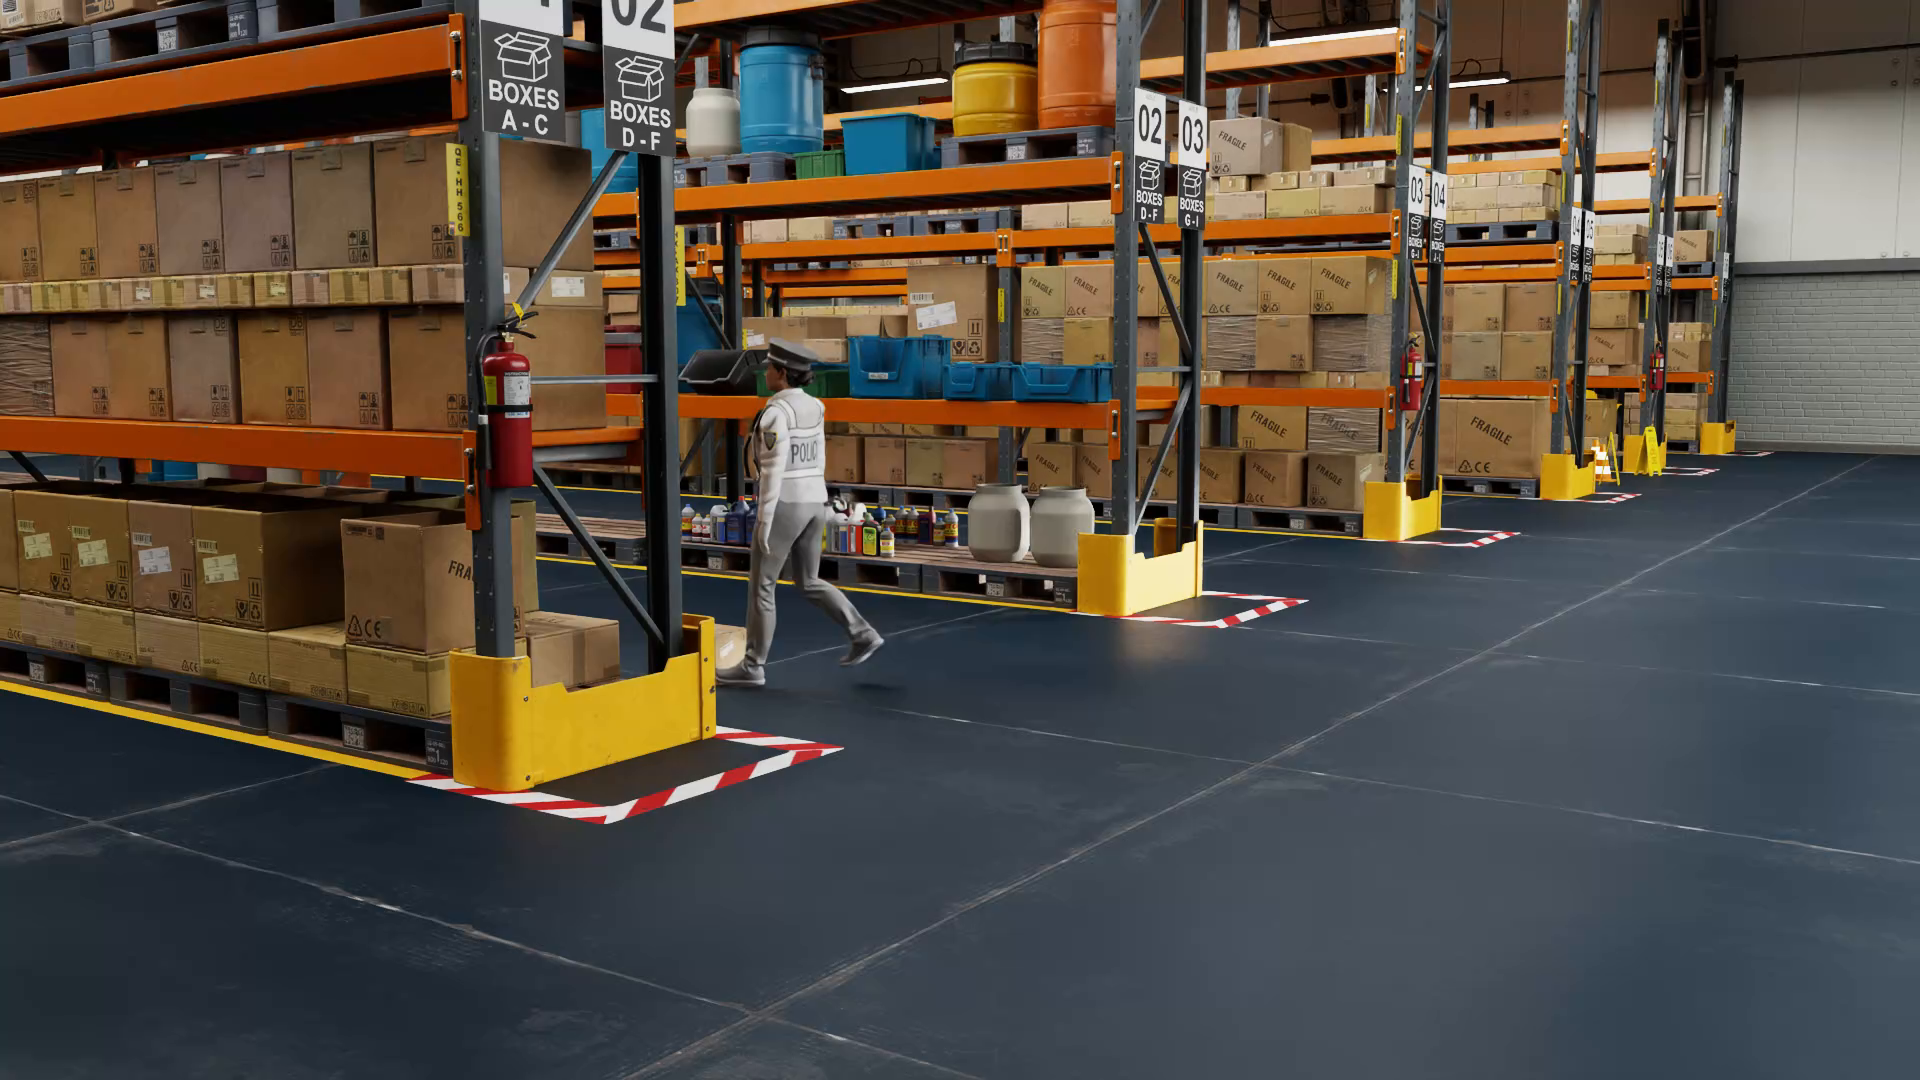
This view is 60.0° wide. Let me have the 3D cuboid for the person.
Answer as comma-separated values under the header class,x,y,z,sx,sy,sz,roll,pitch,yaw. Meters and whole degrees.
class,x,y,z,sx,sy,sz,roll,pitch,yaw
person,-0.802,-0.137,7.957,0.777,1.669,0.530,3,7,27
